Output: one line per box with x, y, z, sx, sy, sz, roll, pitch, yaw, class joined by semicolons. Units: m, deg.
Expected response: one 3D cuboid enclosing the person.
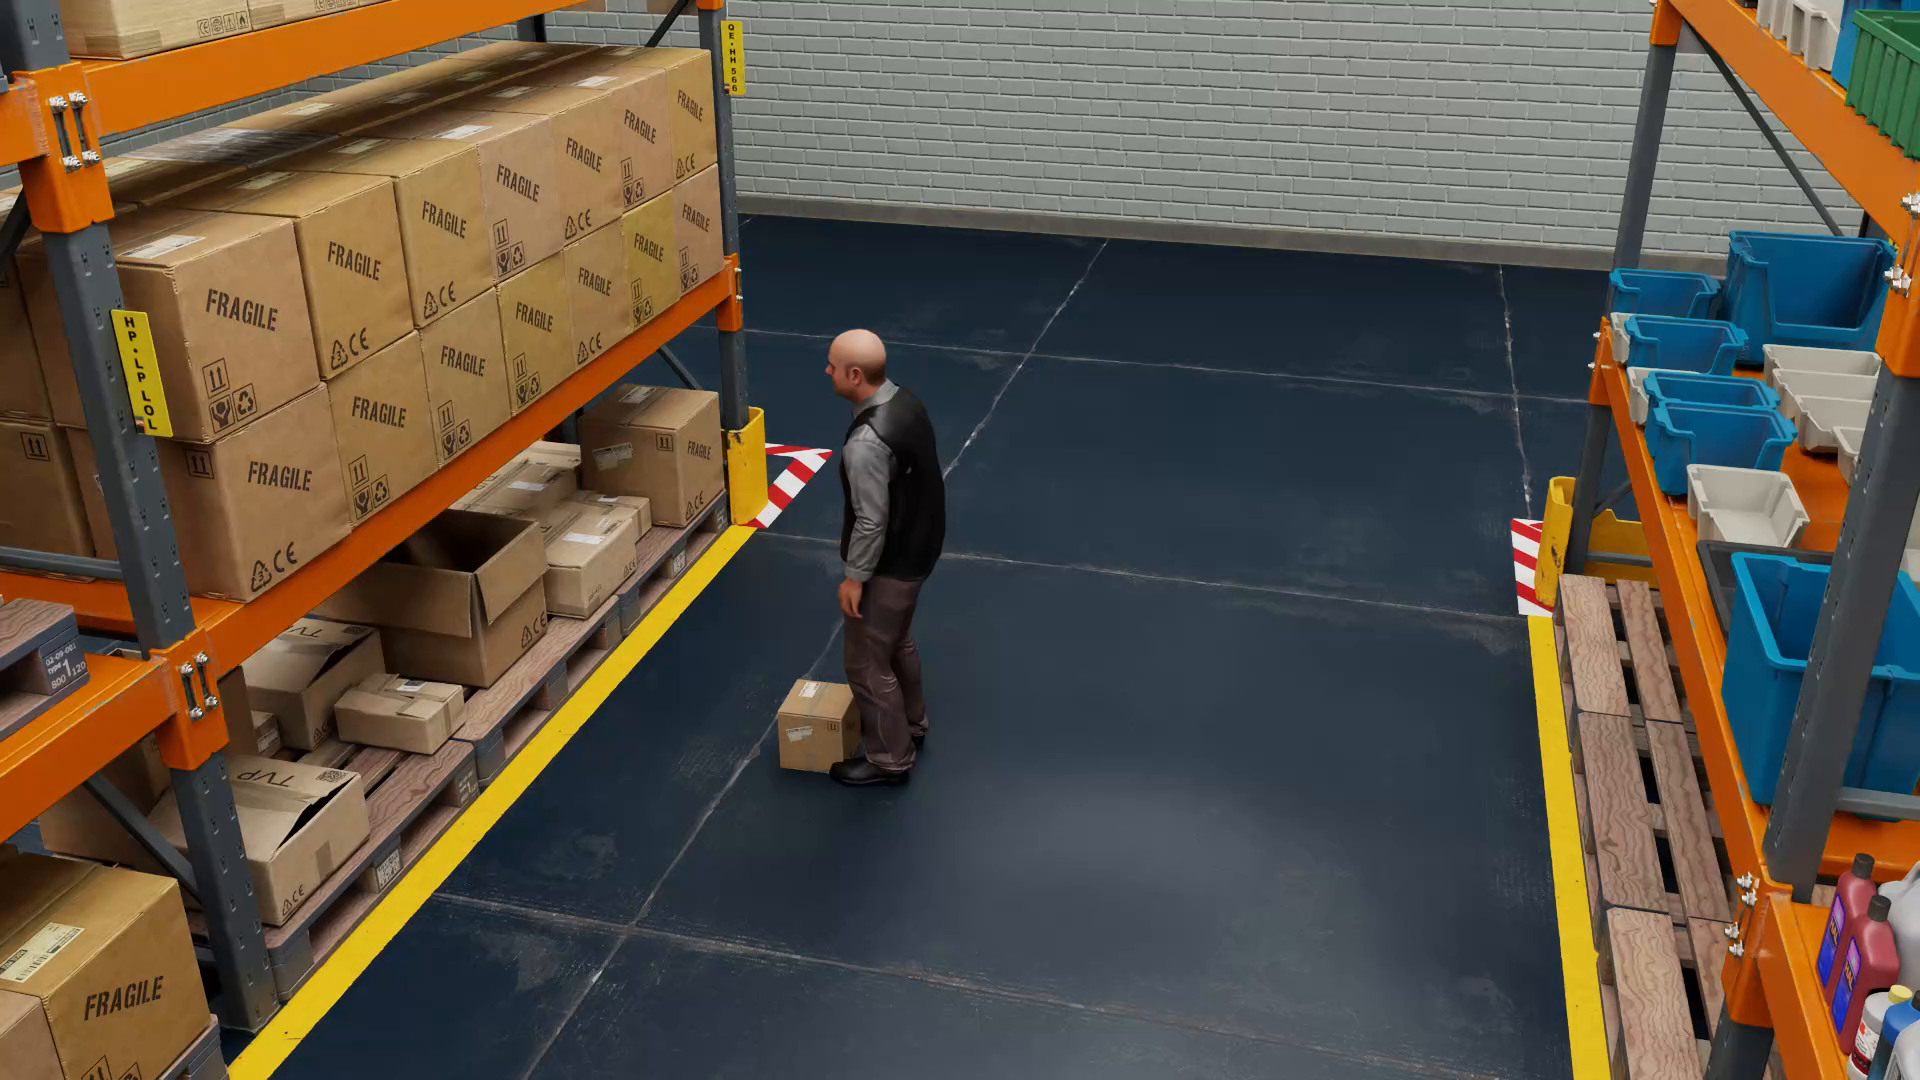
-0.261;0.072;5.983;0.414;1.721;0.580;6;26;13;person
